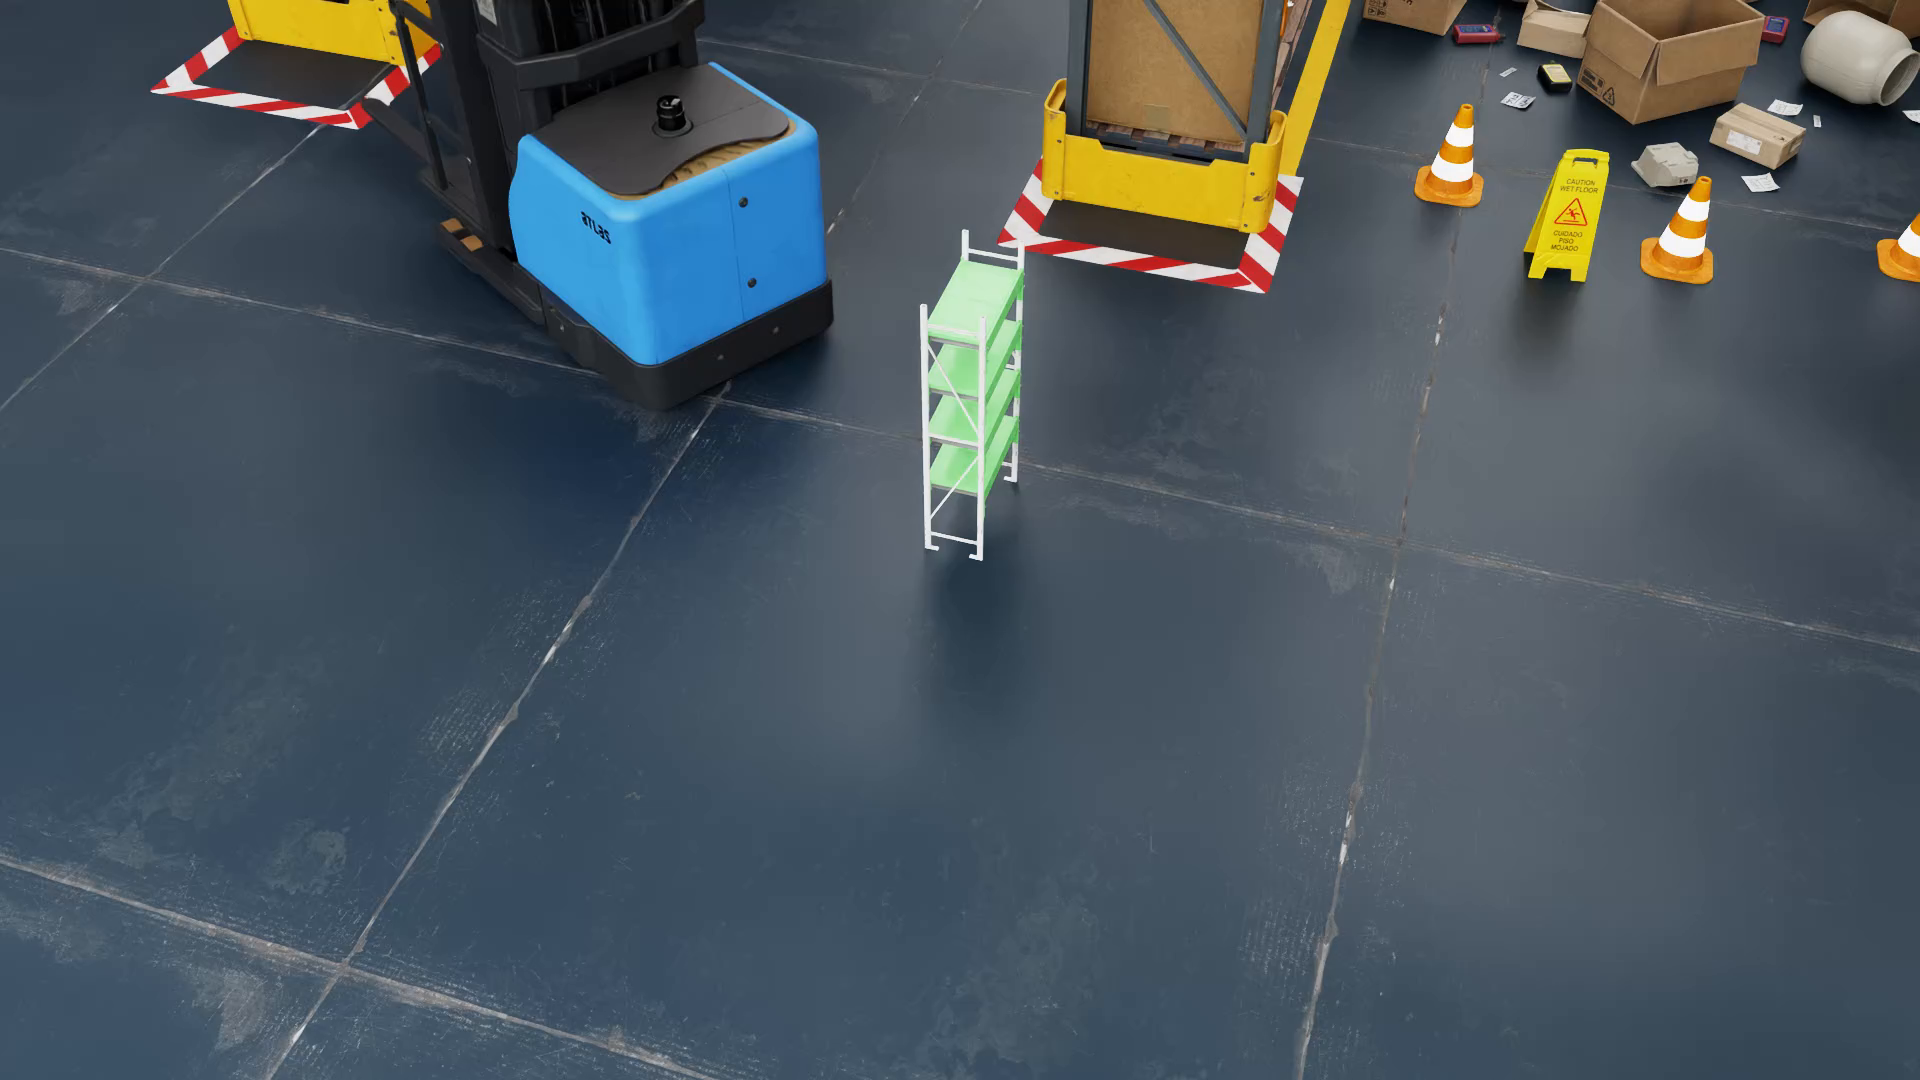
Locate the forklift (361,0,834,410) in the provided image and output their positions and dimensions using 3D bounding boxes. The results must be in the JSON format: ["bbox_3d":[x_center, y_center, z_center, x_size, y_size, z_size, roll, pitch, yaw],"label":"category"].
[{"bbox_3d":[-1.930,-2.567,7.277,1.130,2.935,3.031,-31,52,-28],"label":"forklift"}]

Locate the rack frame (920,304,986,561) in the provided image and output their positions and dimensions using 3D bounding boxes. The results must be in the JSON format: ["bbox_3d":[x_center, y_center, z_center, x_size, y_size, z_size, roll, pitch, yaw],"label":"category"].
[{"bbox_3d":[-0.024,-0.377,6.277,0.240,1.200,0.015,13,46,12],"label":"rack frame"}]

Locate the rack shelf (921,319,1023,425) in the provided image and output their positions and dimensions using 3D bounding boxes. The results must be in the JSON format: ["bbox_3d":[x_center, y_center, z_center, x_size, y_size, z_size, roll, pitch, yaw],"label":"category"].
[{"bbox_3d":[0.050,-0.665,6.320,0.258,0.148,0.480,13,46,12],"label":"rack shelf"}]

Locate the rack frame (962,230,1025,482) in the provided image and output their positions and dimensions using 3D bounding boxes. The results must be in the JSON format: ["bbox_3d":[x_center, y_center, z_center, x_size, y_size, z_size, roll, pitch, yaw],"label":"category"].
[{"bbox_3d":[0.124,-0.702,6.609,0.240,1.200,0.015,13,46,12],"label":"rack frame"}]

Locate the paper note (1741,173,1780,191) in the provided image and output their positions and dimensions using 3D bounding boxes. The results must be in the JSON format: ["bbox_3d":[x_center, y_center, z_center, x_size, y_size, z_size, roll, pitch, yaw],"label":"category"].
[{"bbox_3d":[4.156,-1.857,8.626,0.148,0.019,0.142,-2,44,-2],"label":"paper note"}]

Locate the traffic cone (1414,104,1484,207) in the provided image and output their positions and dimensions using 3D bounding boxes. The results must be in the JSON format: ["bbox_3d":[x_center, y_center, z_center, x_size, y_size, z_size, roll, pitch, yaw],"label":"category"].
[{"bbox_3d":[2.533,-1.994,8.457,0.336,0.463,0.334,13,46,13],"label":"traffic cone"}]

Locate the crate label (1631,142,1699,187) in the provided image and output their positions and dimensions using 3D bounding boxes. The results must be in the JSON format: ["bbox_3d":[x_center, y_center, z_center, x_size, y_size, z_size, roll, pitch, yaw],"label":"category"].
[{"bbox_3d":[3.686,-1.949,8.644,0.250,0.136,0.298,-9,45,-9],"label":"crate label"}]

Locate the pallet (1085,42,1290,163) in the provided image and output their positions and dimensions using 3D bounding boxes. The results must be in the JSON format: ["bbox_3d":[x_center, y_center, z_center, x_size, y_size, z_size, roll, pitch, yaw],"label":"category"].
[{"bbox_3d":[1.186,-2.401,9.052,1.003,0.211,1.213,13,46,13],"label":"pallet"}]

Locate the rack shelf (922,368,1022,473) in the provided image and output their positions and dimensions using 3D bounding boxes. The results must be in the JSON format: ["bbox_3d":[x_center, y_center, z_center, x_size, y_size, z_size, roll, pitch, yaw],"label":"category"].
[{"bbox_3d":[0.050,-0.494,6.488,0.258,0.148,0.480,13,46,12],"label":"rack shelf"}]

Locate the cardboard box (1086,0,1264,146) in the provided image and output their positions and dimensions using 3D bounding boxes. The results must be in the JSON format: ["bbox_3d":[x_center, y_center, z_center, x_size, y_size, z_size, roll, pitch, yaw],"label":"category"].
[{"bbox_3d":[1.161,-2.704,8.588,0.875,0.875,0.875,13,46,13],"label":"cardboard box"}]

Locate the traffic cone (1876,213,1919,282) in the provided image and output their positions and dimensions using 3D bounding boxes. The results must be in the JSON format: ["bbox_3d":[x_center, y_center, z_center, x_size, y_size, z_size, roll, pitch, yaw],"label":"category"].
[{"bbox_3d":[4.668,-1.520,7.972,0.336,0.463,0.334,13,46,13],"label":"traffic cone"}]

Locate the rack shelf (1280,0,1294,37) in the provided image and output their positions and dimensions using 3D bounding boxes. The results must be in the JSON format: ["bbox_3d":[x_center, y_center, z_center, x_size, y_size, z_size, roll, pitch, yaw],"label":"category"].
[{"bbox_3d":[1.625,-3.924,9.129,1.077,0.370,4.000,13,46,13],"label":"rack shelf"}]

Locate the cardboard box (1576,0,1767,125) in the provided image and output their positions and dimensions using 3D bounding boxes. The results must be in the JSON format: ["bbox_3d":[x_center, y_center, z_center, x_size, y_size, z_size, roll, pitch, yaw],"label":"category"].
[{"bbox_3d":[3.886,-2.681,9.130,0.797,0.503,0.637,-16,47,-16],"label":"cardboard box"}]

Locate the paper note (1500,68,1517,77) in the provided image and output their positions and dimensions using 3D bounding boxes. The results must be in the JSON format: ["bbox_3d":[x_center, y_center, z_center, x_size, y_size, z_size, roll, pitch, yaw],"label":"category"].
[{"bbox_3d":[3.120,-2.663,9.464,0.123,0.001,0.032,-33,53,-29],"label":"paper note"}]

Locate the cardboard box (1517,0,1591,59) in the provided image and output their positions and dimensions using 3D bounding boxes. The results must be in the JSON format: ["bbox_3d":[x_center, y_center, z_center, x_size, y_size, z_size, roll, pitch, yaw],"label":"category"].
[{"bbox_3d":[3.465,-3.001,9.627,0.396,0.266,0.258,20,48,19],"label":"cardboard box"}]

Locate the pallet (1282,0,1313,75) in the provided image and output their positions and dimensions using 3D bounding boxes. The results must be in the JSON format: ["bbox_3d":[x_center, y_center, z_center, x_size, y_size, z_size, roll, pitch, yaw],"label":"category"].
[{"bbox_3d":[1.558,-3.211,9.881,1.003,0.211,1.213,13,46,13],"label":"pallet"}]

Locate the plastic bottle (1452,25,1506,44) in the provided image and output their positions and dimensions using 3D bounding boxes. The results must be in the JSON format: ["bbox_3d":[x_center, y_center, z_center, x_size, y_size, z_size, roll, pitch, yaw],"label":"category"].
[{"bbox_3d":[3.041,-2.962,9.733,0.283,0.061,0.133,-2,44,-2],"label":"plastic bottle"}]

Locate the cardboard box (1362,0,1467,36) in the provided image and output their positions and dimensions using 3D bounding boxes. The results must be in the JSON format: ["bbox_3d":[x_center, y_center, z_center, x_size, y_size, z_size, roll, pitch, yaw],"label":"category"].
[{"bbox_3d":[2.738,-3.369,9.834,0.500,0.500,0.500,20,48,19],"label":"cardboard box"}]

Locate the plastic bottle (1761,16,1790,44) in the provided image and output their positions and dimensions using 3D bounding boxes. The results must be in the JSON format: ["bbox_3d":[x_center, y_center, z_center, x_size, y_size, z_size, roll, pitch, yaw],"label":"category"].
[{"bbox_3d":[4.800,-3.020,9.792,0.133,0.061,0.283,20,48,19],"label":"plastic bottle"}]

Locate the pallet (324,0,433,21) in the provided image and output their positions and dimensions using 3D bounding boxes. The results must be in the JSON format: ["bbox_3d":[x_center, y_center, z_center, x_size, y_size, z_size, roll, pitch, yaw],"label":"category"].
[{"bbox_3d":[-3.375,-3.554,10.231,1.003,0.211,1.213,13,46,13],"label":"pallet"}]

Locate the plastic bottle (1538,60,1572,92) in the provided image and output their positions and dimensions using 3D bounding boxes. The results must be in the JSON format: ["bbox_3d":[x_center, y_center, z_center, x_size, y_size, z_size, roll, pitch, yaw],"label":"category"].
[{"bbox_3d":[3.349,-2.626,9.390,0.133,0.061,0.283,-2,44,-2],"label":"plastic bottle"}]

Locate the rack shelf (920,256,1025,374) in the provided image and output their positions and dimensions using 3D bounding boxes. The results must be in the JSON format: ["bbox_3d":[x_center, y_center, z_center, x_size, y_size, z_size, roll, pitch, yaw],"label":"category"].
[{"bbox_3d":[0.050,-0.837,6.152,0.258,0.148,0.480,13,46,12],"label":"rack shelf"}]

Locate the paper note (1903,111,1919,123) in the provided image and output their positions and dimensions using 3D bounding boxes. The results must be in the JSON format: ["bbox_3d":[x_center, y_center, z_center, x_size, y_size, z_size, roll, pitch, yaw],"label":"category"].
[{"bbox_3d":[5.264,-2.319,9.098,0.142,0.019,0.148,-2,44,-2],"label":"paper note"}]

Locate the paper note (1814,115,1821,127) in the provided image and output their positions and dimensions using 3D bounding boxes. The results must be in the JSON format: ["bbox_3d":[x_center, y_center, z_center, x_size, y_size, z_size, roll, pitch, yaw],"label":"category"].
[{"bbox_3d":[4.681,-2.287,9.080,0.032,0.001,0.123,13,46,13],"label":"paper note"}]

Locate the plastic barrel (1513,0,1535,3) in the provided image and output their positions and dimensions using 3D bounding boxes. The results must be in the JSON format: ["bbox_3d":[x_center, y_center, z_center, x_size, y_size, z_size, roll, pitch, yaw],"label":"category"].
[{"bbox_3d":[3.349,-3.512,10.036,0.421,0.421,0.512,-24,49,-22],"label":"plastic barrel"}]

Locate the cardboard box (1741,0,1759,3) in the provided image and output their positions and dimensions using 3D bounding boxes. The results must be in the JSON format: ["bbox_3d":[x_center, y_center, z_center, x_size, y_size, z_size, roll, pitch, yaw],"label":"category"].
[{"bbox_3d":[4.686,-3.467,10.103,0.258,0.266,0.396,-16,47,-16],"label":"cardboard box"}]

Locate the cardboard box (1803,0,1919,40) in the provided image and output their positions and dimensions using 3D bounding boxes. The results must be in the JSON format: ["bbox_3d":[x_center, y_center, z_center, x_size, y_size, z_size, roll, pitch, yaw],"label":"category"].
[{"bbox_3d":[5.357,-3.214,9.676,0.500,0.500,0.500,-24,49,-22],"label":"cardboard box"}]

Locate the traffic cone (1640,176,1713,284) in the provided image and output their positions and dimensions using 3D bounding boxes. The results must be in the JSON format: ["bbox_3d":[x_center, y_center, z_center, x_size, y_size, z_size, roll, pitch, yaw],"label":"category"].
[{"bbox_3d":[3.507,-1.528,7.981,0.336,0.463,0.334,13,46,13],"label":"traffic cone"}]

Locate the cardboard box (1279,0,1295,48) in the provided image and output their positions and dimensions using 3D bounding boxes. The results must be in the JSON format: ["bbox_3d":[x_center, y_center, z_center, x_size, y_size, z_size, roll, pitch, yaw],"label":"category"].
[{"bbox_3d":[1.426,-3.291,9.188,0.875,0.875,0.875,12,46,12],"label":"cardboard box"}]

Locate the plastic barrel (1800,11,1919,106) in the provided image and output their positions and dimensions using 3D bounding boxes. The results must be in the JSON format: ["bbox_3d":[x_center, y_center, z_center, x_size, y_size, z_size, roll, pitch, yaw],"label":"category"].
[{"bbox_3d":[4.950,-2.643,9.149,0.421,0.421,0.512,-24,49,-22],"label":"plastic barrel"}]

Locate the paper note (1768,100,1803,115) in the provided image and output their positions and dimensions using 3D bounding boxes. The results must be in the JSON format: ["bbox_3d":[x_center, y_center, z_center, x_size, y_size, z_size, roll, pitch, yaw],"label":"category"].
[{"bbox_3d":[4.556,-2.388,9.176,0.148,0.019,0.142,28,51,26],"label":"paper note"}]

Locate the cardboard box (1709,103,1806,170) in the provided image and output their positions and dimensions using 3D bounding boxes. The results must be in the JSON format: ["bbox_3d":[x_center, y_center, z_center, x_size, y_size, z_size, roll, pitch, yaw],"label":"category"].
[{"bbox_3d":[4.239,-2.149,8.840,0.250,0.149,0.380,-33,53,-29],"label":"cardboard box"}]

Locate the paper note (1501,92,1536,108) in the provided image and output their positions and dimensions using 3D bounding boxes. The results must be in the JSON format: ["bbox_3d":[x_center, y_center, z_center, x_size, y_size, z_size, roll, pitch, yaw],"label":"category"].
[{"bbox_3d":[3.099,-2.444,9.227,0.144,0.017,0.142,28,51,26],"label":"paper note"}]

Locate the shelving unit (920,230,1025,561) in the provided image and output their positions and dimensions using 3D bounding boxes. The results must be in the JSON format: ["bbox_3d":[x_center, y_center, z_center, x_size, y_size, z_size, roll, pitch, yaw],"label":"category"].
[{"bbox_3d":[0.050,-0.539,6.443,0.258,1.200,0.503,13,46,12],"label":"shelving unit"}]

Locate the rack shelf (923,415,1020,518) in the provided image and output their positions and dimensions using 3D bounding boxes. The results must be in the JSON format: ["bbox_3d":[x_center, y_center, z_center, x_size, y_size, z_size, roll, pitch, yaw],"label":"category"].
[{"bbox_3d":[0.050,-0.322,6.656,0.258,0.148,0.480,13,46,12],"label":"rack shelf"}]

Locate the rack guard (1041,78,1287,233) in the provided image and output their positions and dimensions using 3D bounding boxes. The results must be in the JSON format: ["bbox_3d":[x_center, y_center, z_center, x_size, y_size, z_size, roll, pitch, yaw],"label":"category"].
[{"bbox_3d":[1.012,-1.938,8.373,1.175,0.500,0.348,13,46,13],"label":"rack guard"}]

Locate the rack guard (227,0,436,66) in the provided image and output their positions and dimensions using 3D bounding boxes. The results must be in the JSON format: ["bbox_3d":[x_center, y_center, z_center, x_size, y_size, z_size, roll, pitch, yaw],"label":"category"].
[{"bbox_3d":[-3.655,-3.123,9.584,1.175,0.500,0.348,13,46,13],"label":"rack guard"}]

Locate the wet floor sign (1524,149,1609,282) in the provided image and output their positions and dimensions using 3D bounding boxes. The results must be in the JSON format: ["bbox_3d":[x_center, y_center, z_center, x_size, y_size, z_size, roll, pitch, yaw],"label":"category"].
[{"bbox_3d":[2.897,-1.568,7.891,0.267,0.644,0.232,5,45,5],"label":"wet floor sign"}]

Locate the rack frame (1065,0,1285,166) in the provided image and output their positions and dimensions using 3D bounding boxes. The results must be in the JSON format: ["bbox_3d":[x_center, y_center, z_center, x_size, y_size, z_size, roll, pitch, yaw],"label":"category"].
[{"bbox_3d":[1.019,-2.848,7.515,1.000,3.000,0.127,13,46,13],"label":"rack frame"}]
